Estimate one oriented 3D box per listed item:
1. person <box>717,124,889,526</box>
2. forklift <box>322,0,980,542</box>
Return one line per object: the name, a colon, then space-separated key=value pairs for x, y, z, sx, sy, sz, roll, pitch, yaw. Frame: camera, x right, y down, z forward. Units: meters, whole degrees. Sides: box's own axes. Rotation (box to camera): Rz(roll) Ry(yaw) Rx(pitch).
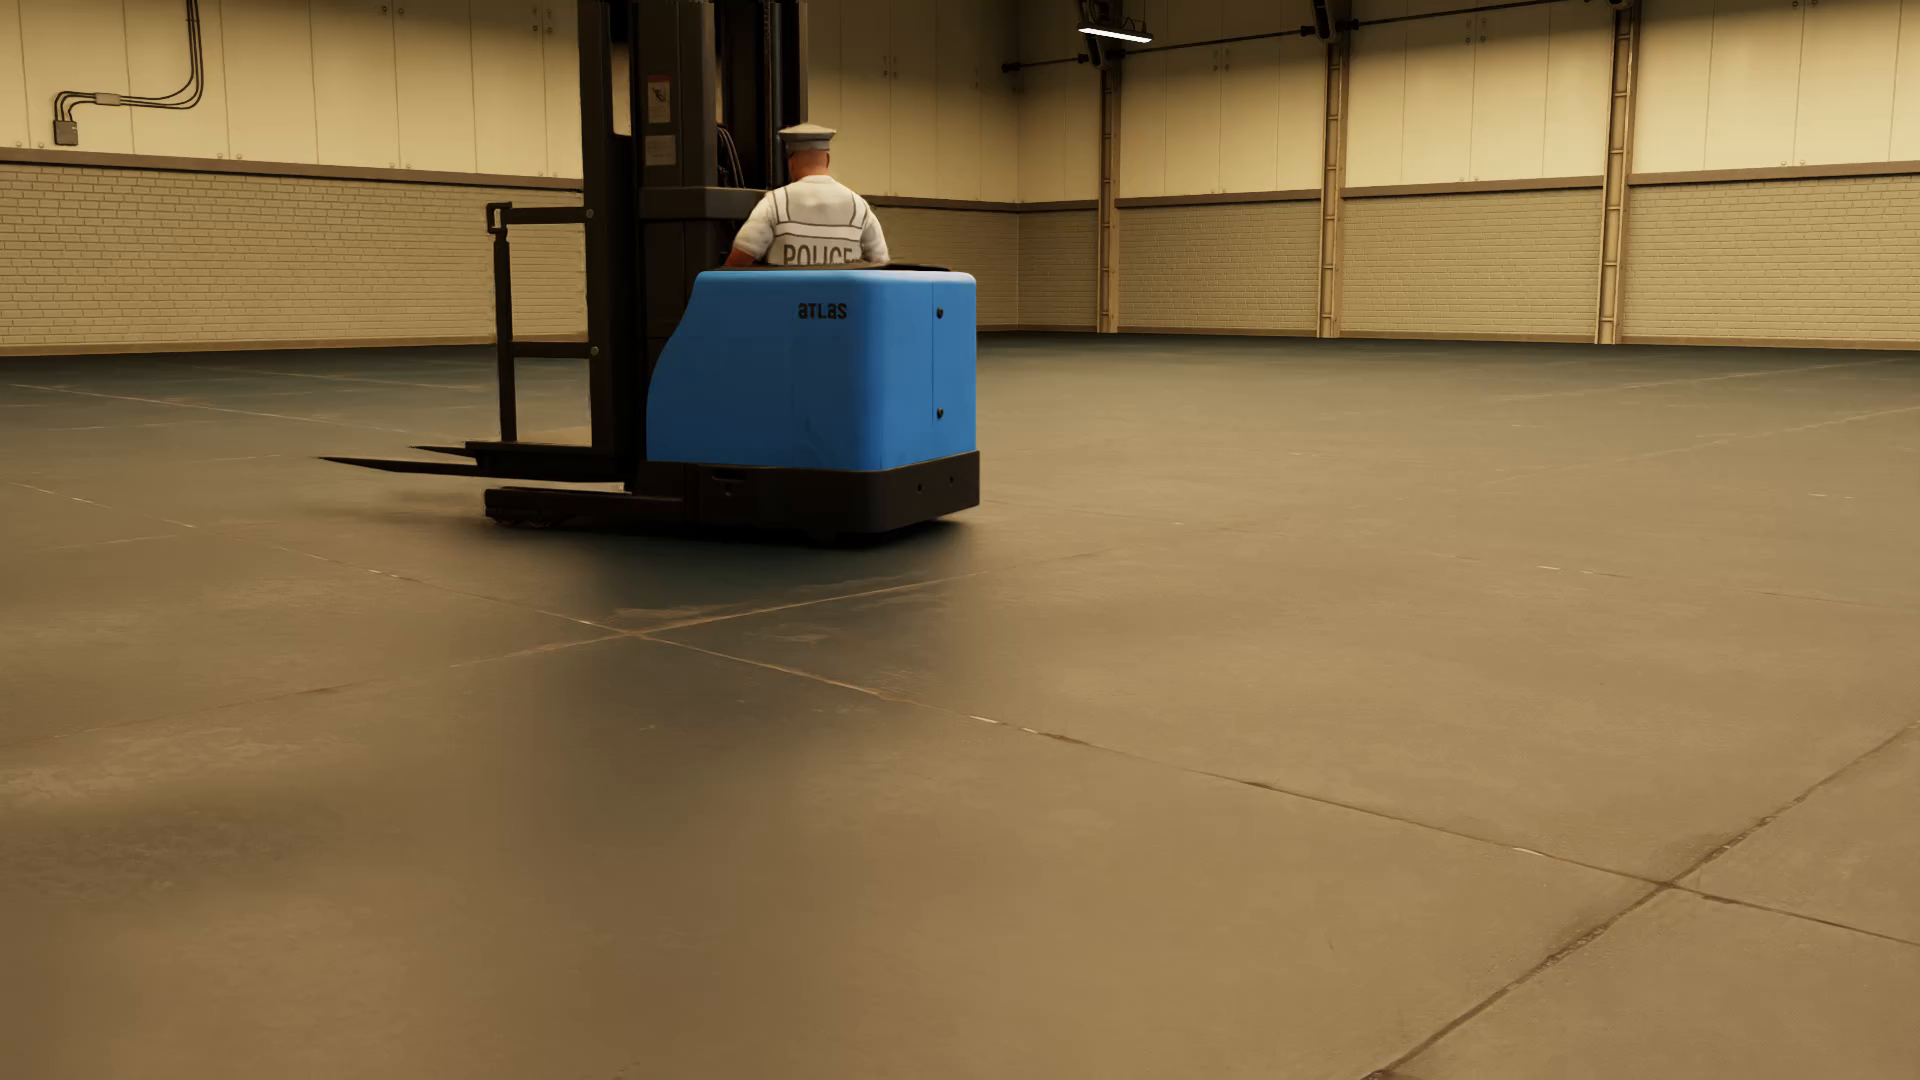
person: x=-0.672 y=-0.872 z=6.983 sx=0.774 sy=1.699 sz=0.544 roll=-3 pitch=9 yaw=-19
forklift: x=-1.475 y=-1.564 z=7.260 sx=3.031 sy=2.935 sz=1.130 roll=4 pitch=9 yaw=25
